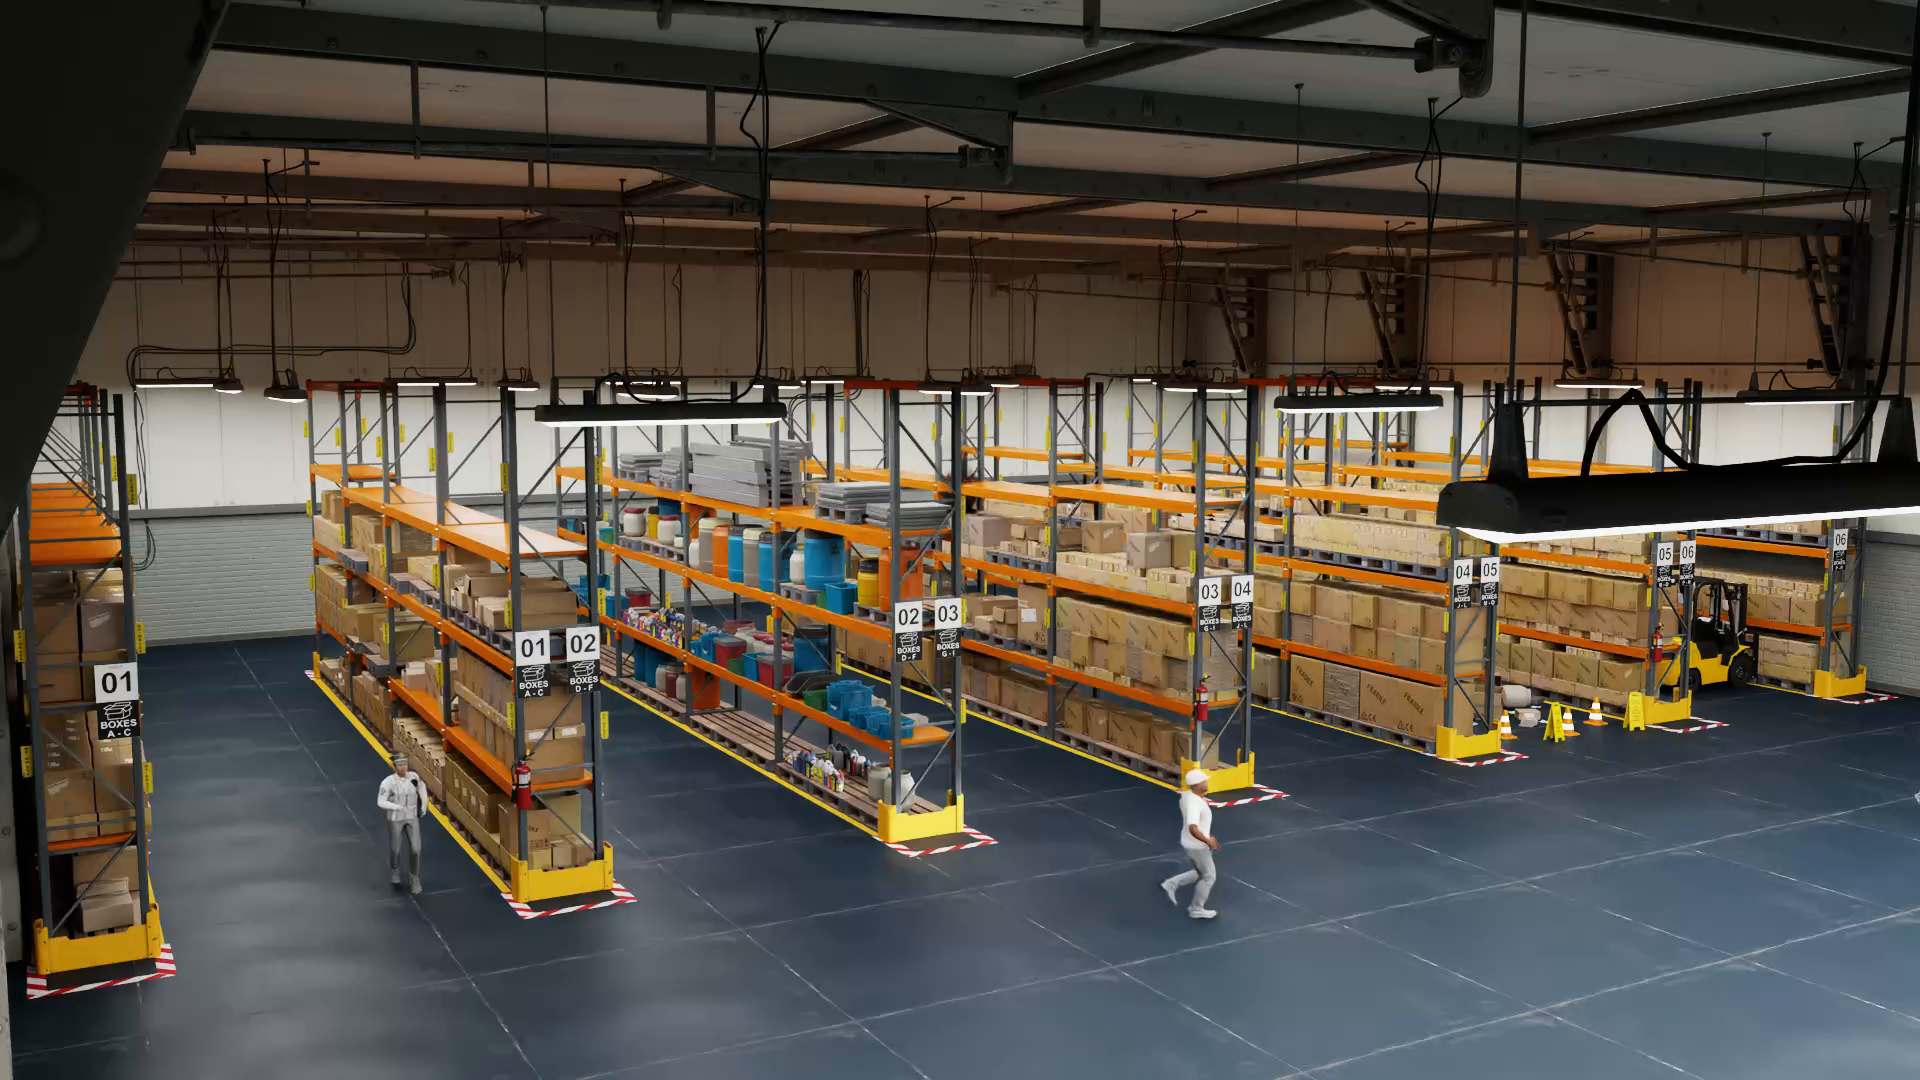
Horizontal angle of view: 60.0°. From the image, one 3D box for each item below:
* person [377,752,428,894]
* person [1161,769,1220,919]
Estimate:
[{"bbox_3d":[-6.665,3.390,19.941,0.623,1.761,0.719,-4,7,-32],"label":"person"},{"bbox_3d":[2.627,3.461,18.963,0.622,1.723,0.749,0,6,-1],"label":"person"}]
